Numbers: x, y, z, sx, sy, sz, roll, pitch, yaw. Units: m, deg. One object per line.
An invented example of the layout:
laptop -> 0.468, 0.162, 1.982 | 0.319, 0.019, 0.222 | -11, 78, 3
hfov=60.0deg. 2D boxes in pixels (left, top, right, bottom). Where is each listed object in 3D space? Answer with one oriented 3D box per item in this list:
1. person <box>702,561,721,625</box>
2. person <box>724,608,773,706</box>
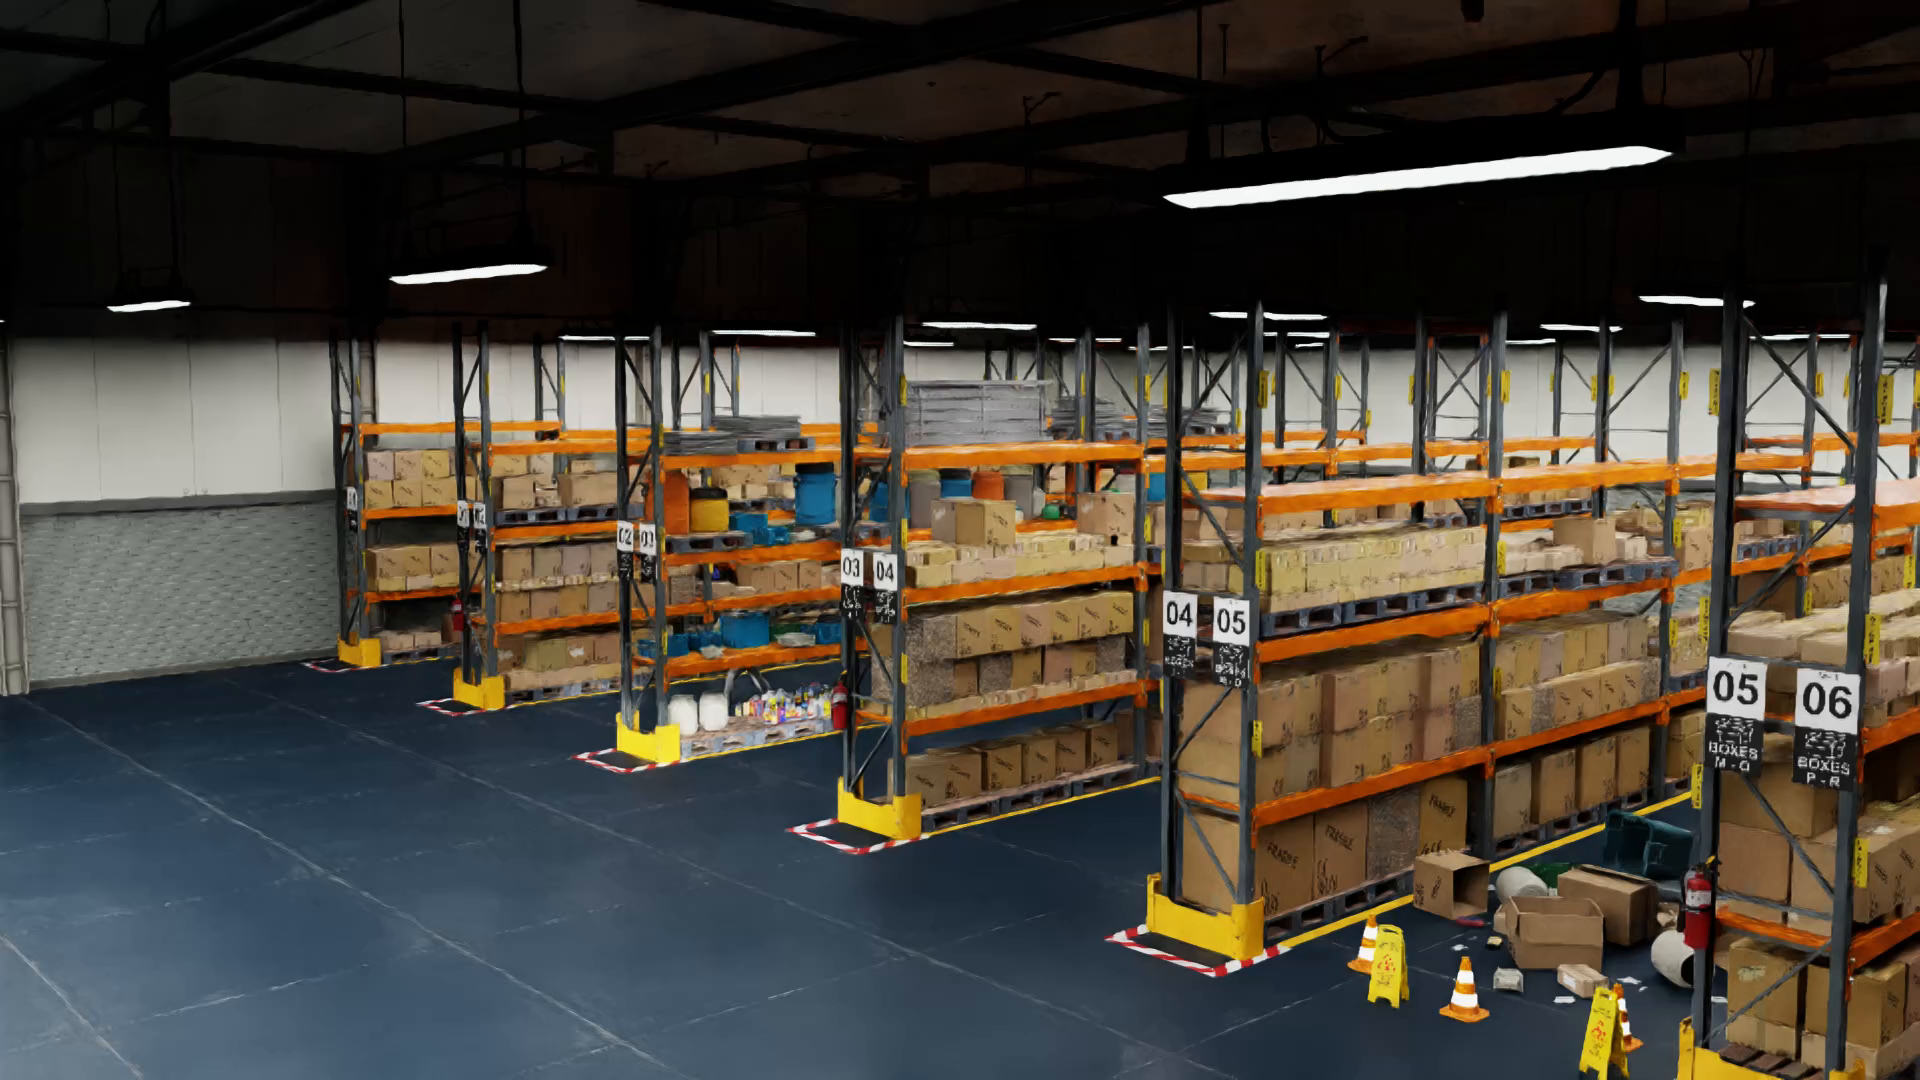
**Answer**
person -> -4.819, 1.115, 32.562 | 0.440, 1.655, 0.551 | 2, 6, 21
person -> -3.347, 1.819, 25.697 | 1.076, 1.590, 0.445 | -6, 8, -44
